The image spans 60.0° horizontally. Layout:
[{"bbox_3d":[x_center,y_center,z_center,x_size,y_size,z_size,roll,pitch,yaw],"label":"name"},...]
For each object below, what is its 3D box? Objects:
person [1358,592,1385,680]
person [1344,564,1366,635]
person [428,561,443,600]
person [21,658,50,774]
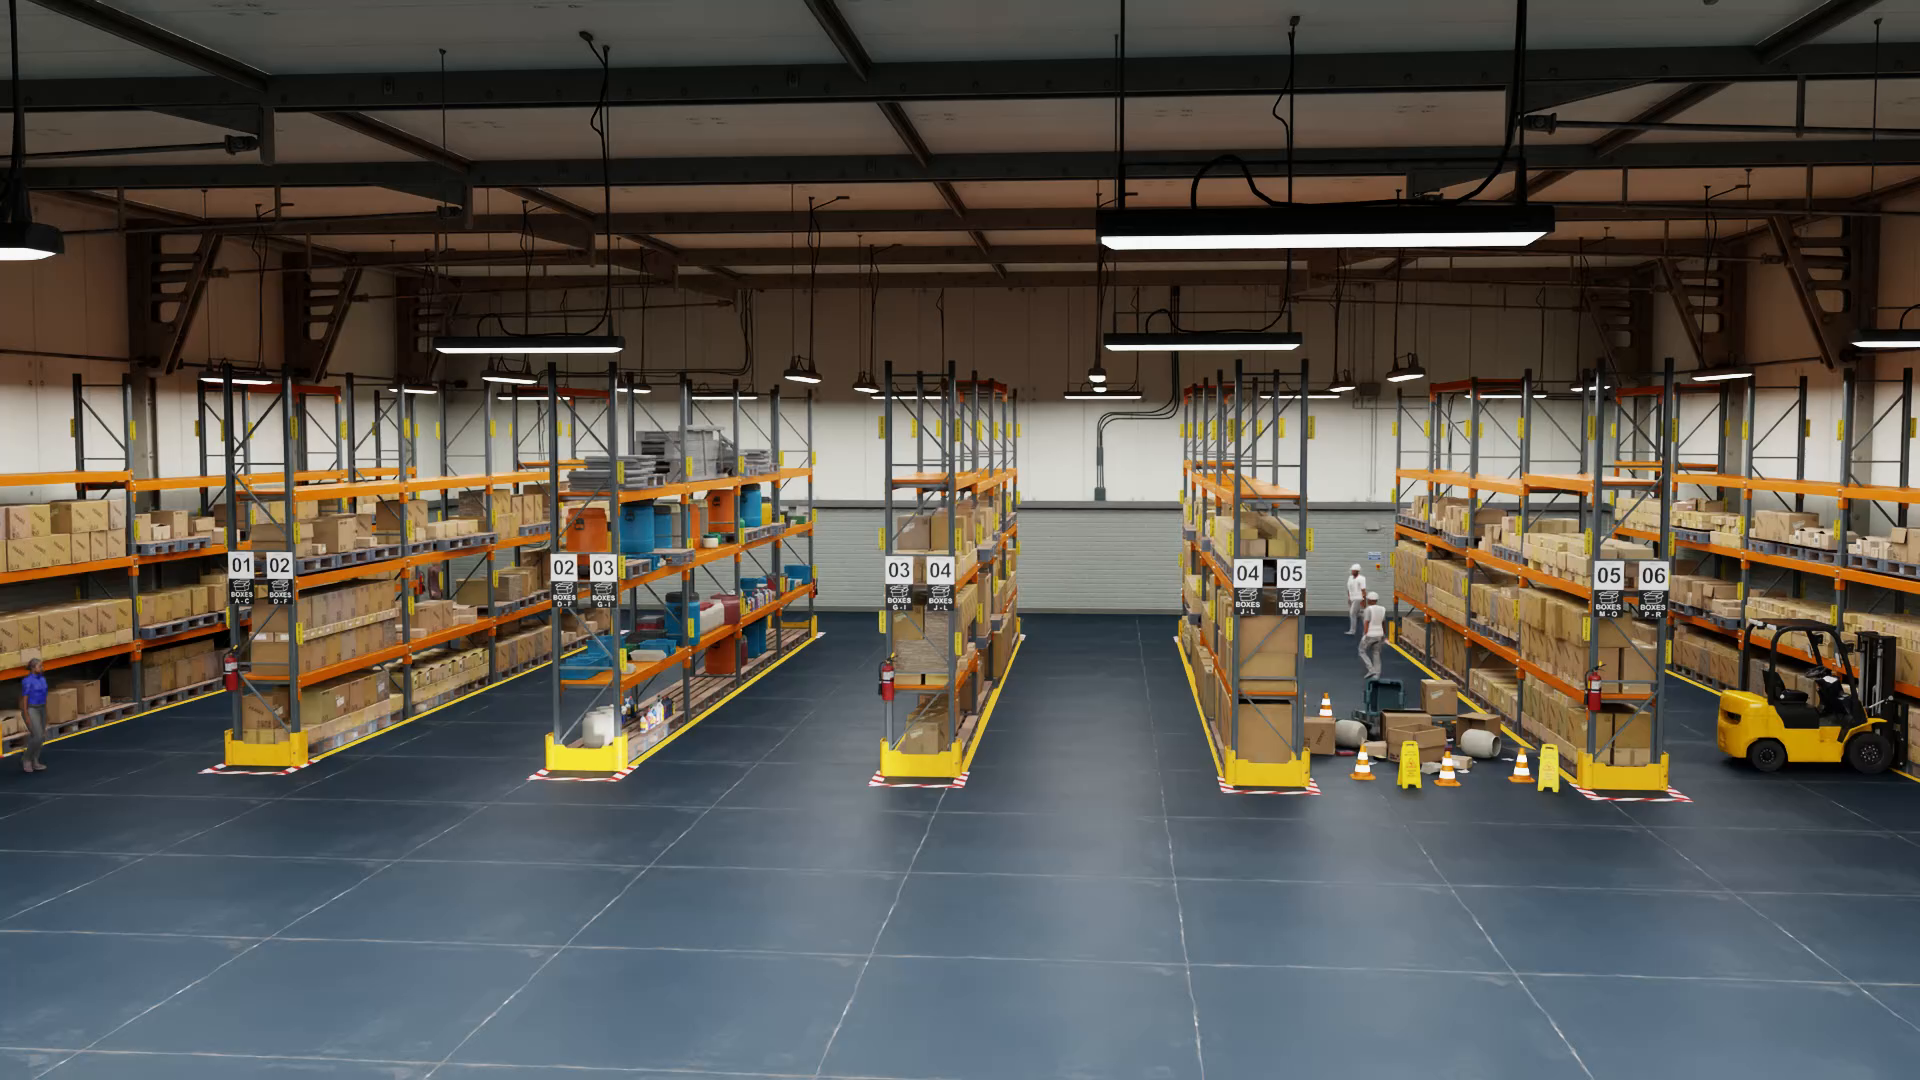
[{"bbox_3d":[8.270,1.928,33.210,0.609,1.785,0.468,-2,4,-30],"label":"person"},{"bbox_3d":[9.783,1.451,40.786,0.881,1.737,0.561,-1,4,-14],"label":"person"},{"bbox_3d":[-13.401,1.304,42.436,0.565,1.777,0.605,0,4,4],"label":"person"},{"bbox_3d":[-13.550,2.572,24.407,0.408,1.660,0.481,0,4,6],"label":"person"}]
